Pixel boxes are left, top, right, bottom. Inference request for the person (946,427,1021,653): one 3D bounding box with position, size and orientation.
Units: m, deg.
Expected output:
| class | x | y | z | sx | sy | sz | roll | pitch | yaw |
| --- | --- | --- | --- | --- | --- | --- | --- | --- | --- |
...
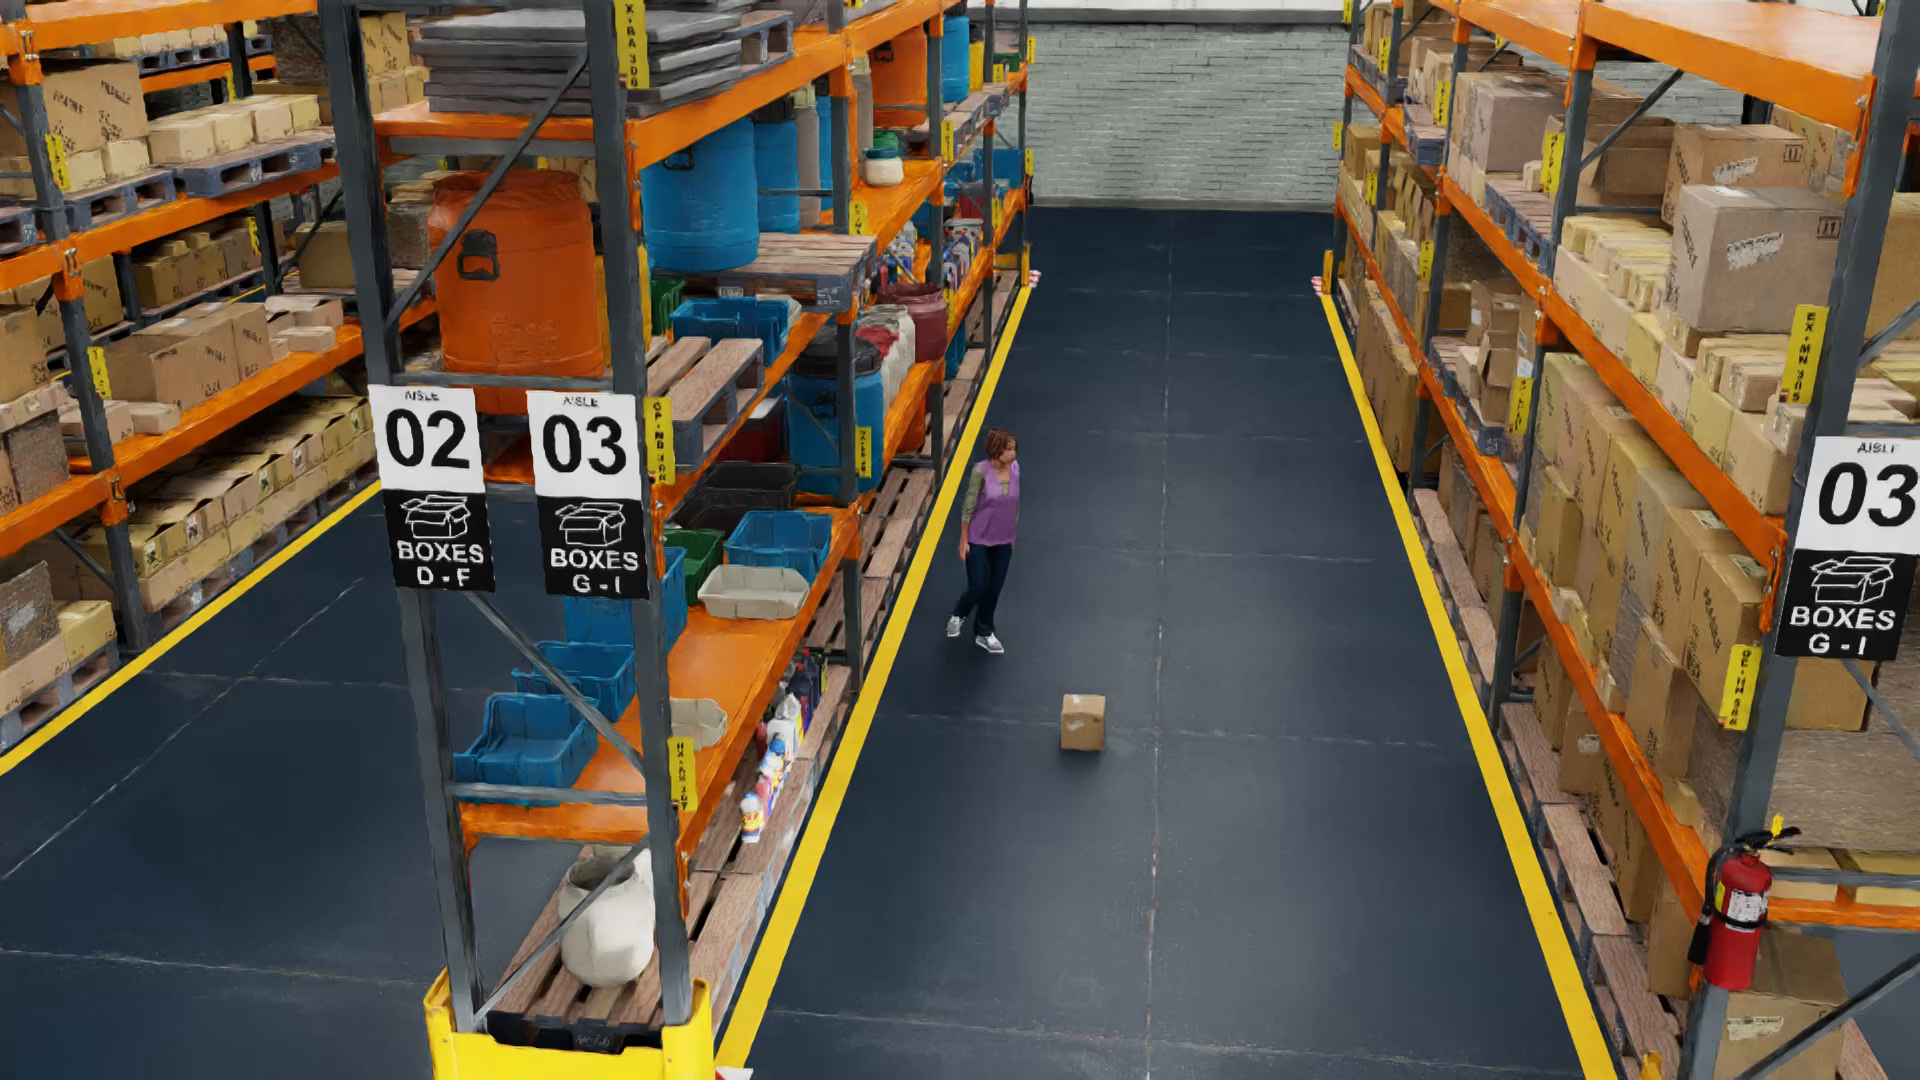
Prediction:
| class | x | y | z | sx | sy | sz | roll | pitch | yaw |
| --- | --- | --- | --- | --- | --- | --- | --- | --- | --- |
| person | 0.162 | -0.016 | 11.135 | 0.475 | 1.592 | 0.488 | -12 | 25 | -29 |
